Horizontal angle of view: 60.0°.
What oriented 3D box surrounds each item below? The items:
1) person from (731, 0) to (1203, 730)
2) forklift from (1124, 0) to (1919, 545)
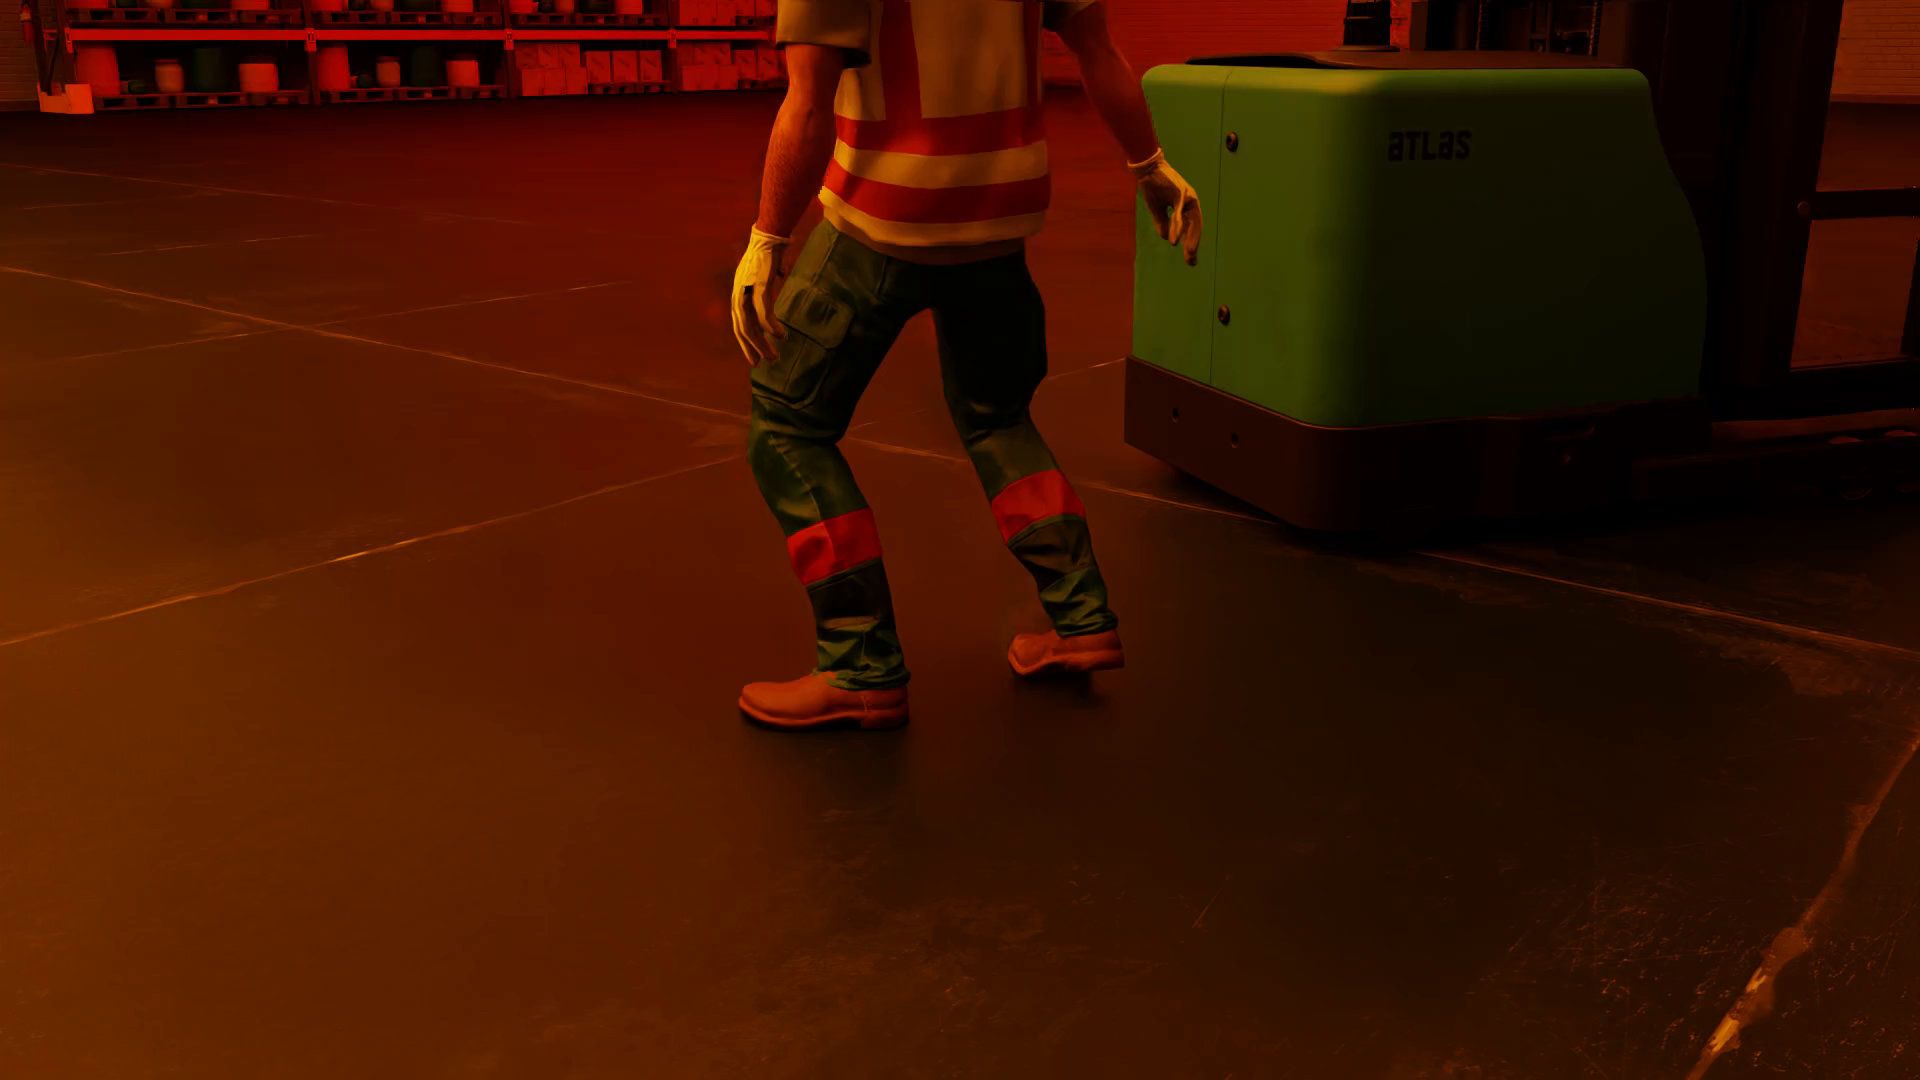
[{"bbox_3d":[0.027,-0.554,2.840,0.894,1.702,0.496,-10,20,-31],"label":"person"},{"bbox_3d":[2.025,-1.640,4.298,3.031,2.935,1.130,-6,18,-20],"label":"forklift"}]
